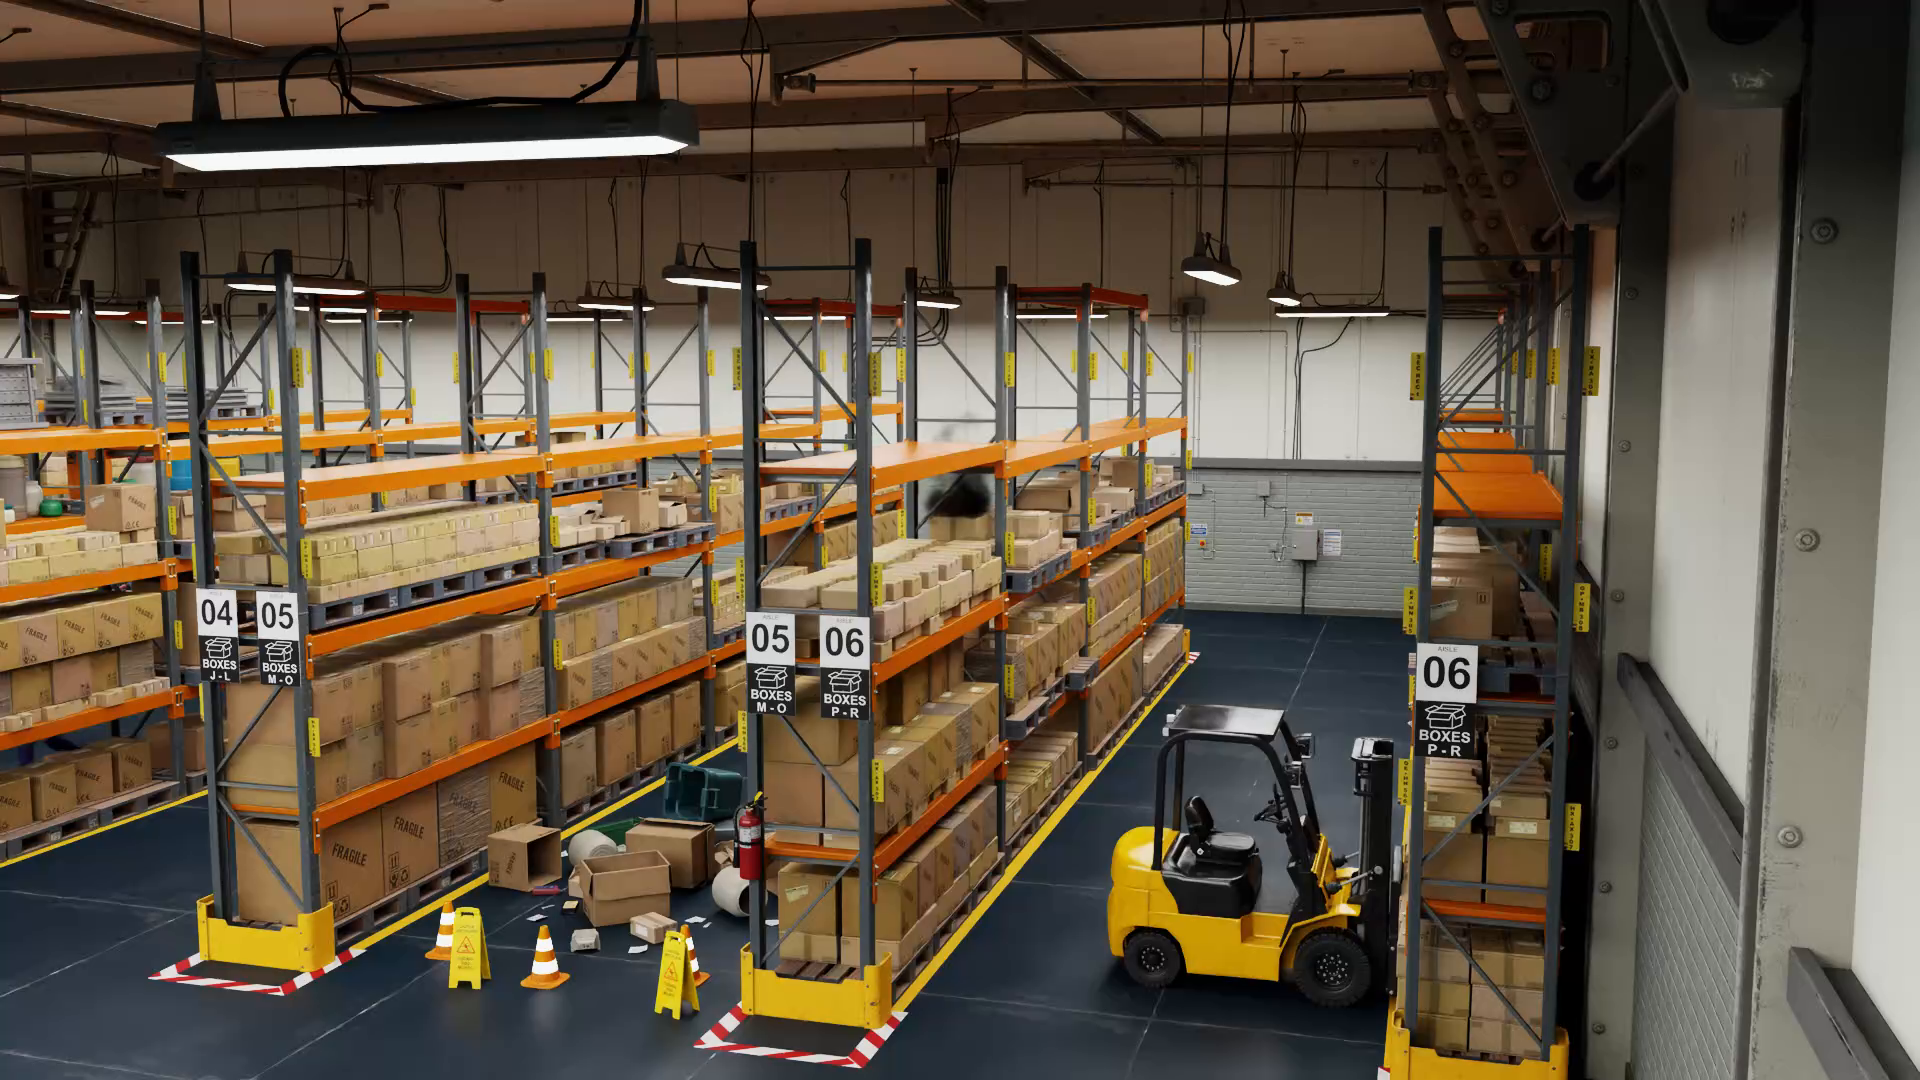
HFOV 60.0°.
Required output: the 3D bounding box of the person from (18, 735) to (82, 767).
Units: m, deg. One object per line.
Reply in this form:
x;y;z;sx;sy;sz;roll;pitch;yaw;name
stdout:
-11.148;2.092;20.148;0.614;1.624;0.886;2;7;17;person
